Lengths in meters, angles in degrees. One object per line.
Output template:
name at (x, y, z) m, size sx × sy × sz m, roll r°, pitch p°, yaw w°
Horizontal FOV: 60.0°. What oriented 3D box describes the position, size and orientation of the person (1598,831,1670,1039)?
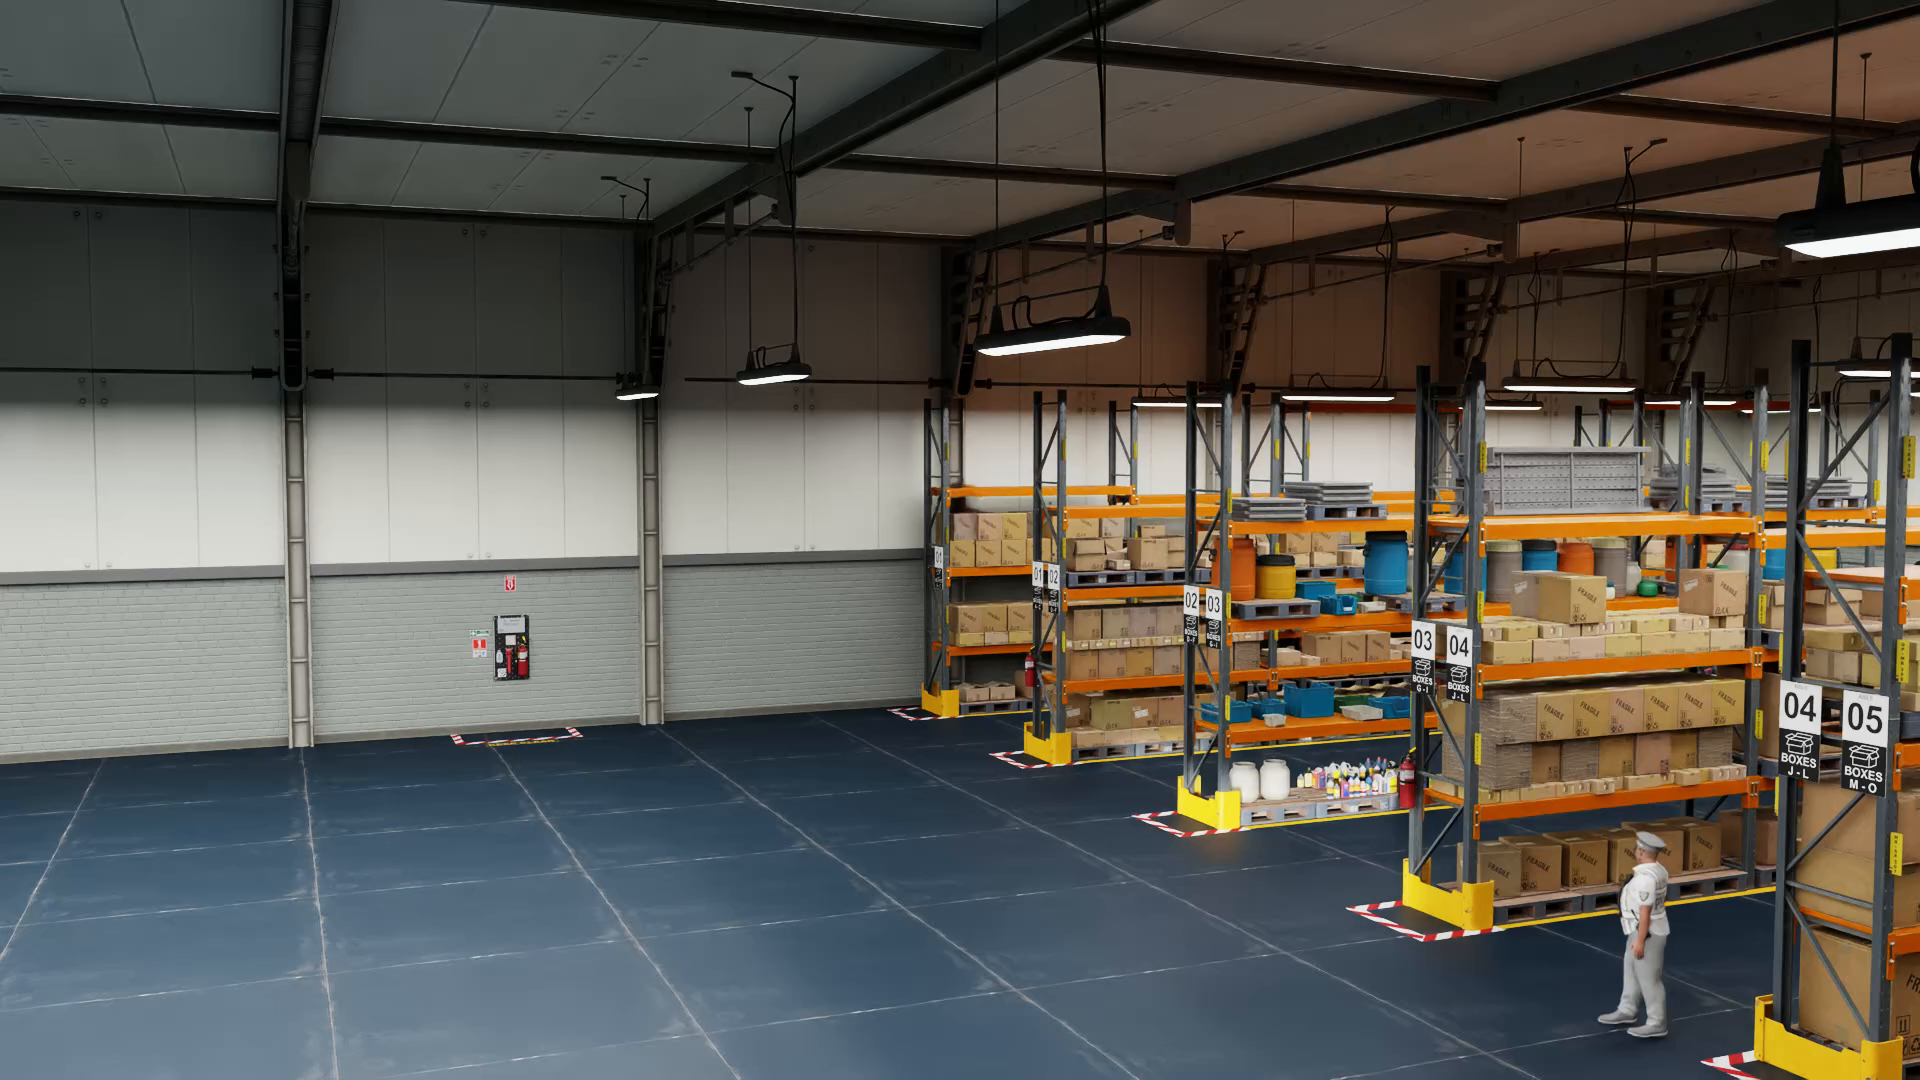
person at (5.881, 3.432, 14.505) m, size 0.566 × 1.775 × 0.547 m, roll 1°, pitch 4°, yaw 23°
